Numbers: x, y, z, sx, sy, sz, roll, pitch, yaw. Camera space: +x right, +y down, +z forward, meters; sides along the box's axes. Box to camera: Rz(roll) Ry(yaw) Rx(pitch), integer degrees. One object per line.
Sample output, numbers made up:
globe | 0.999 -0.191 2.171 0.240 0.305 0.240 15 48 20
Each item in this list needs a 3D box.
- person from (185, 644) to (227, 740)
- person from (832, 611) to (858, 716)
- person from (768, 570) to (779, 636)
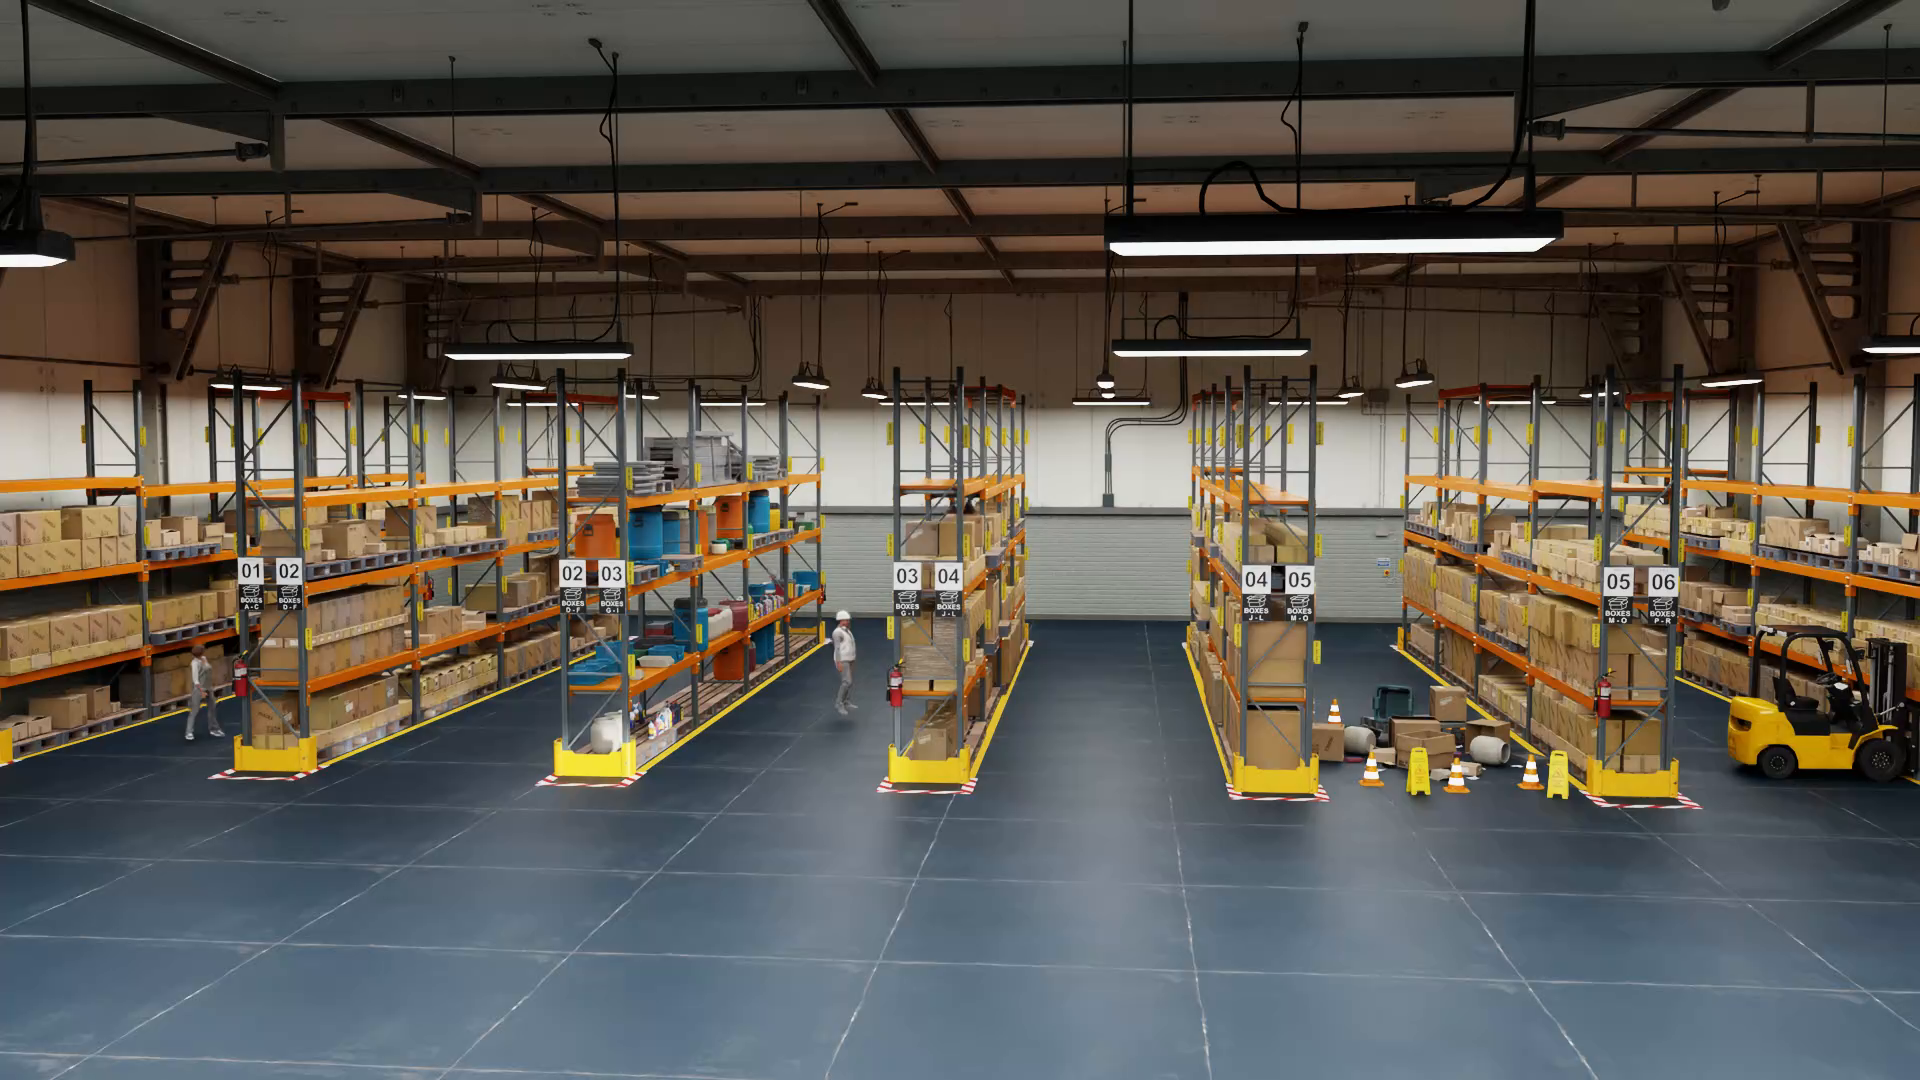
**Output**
person | -12.558 2.510 27.594 0.511 1.613 0.581 1 4 15
person | -2.022 2.172 29.531 0.406 1.832 0.563 1 4 19
person | -4.631 1.597 41.495 0.403 1.699 0.539 2 4 24
